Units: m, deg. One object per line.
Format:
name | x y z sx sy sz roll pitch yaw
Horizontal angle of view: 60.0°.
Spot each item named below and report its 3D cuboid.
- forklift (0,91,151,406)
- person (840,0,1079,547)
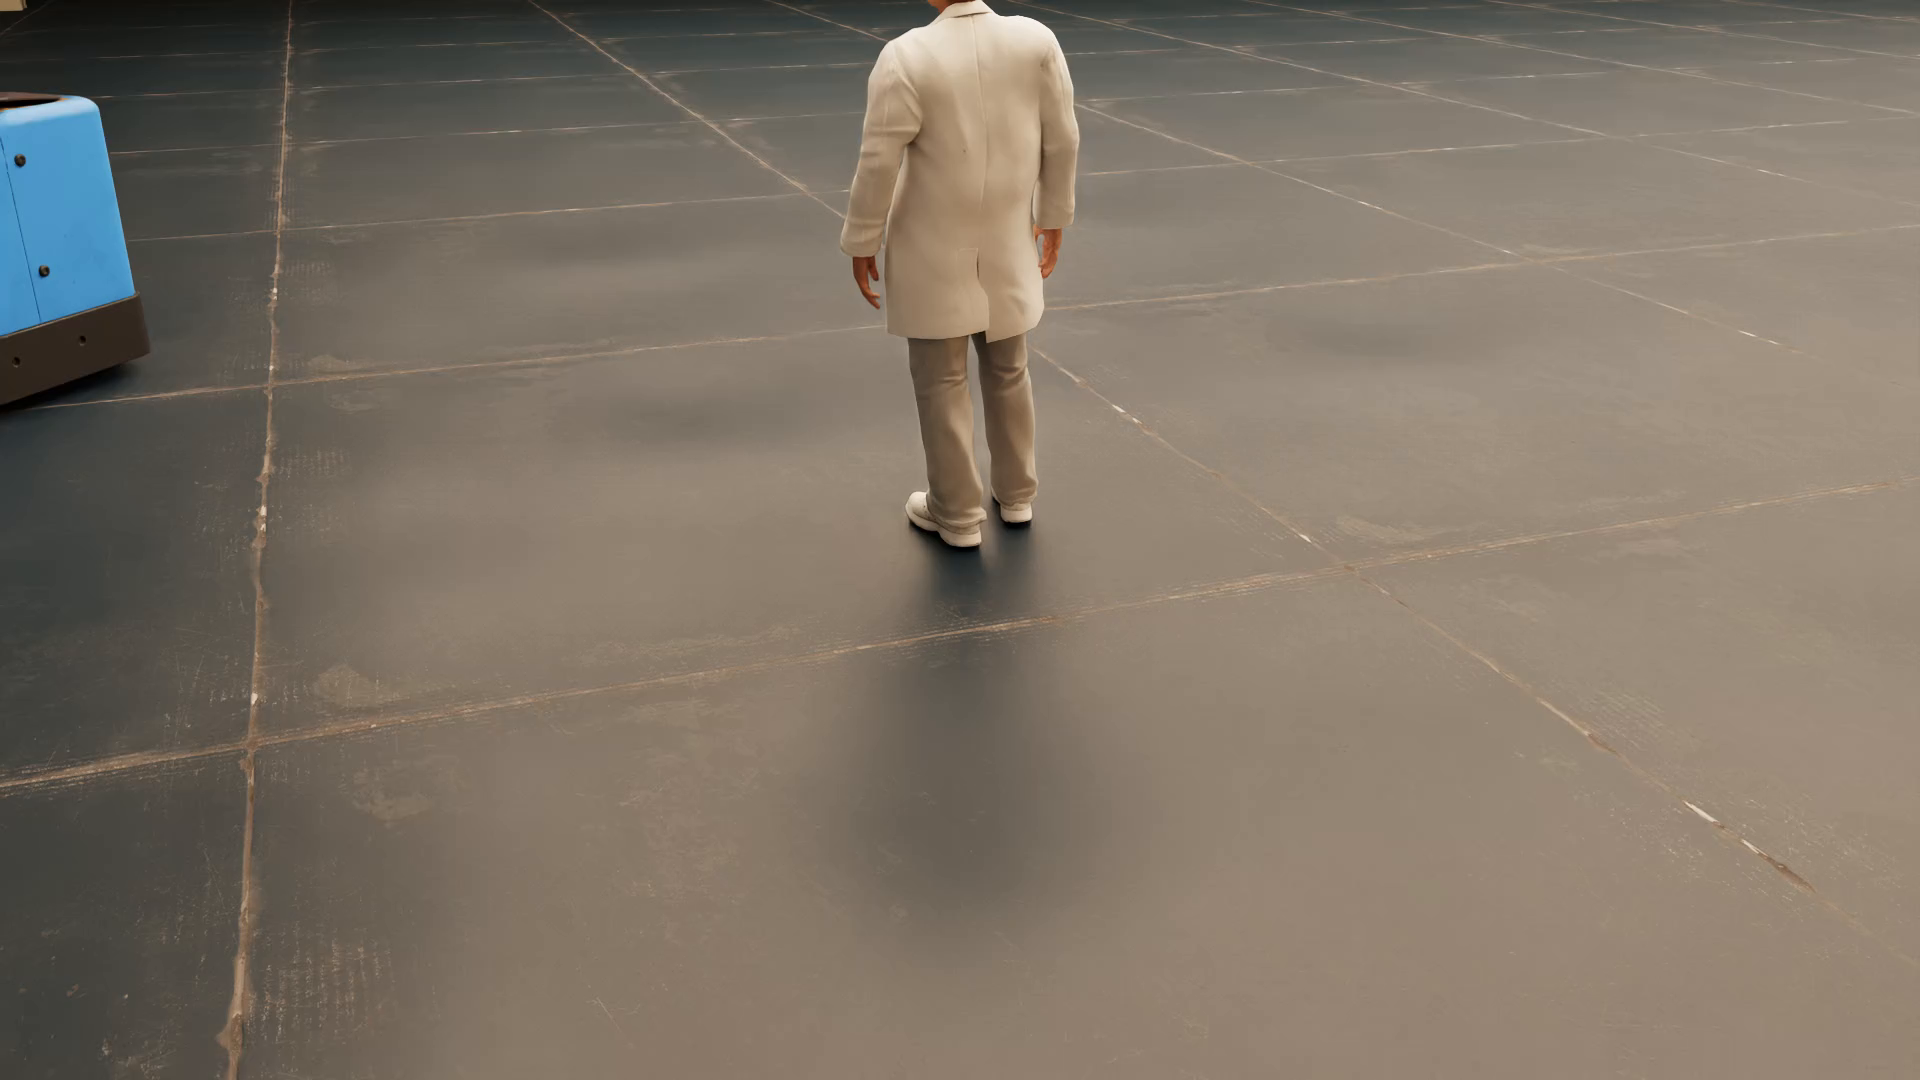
forklift | -4.828 -2.067 6.214 3.031 2.935 1.130 8 24 18
person | -0.028 -0.860 4.813 0.696 1.777 0.578 -8 24 -18
